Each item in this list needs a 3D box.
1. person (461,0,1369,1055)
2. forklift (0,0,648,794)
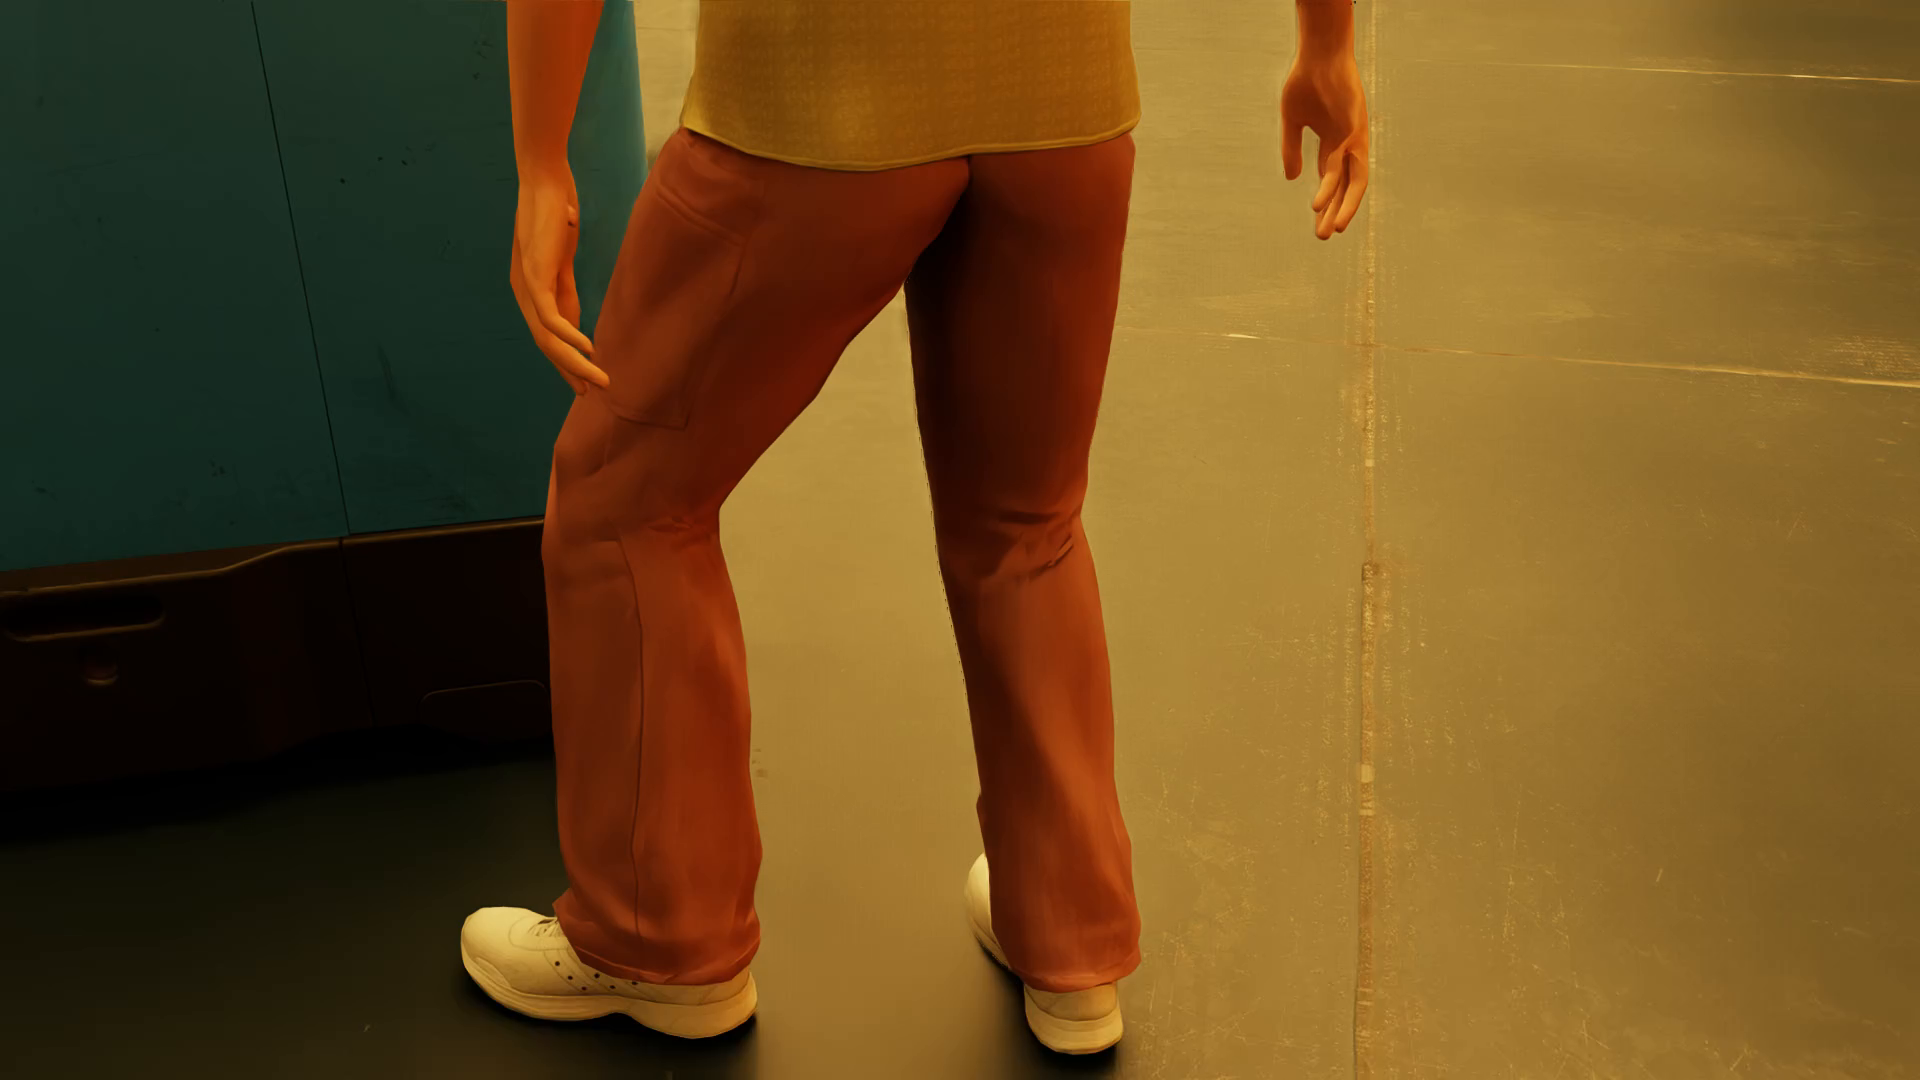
[{"bbox_3d":[-0.065,-0.296,1.294,0.803,1.645,0.396,-10,28,-18],"label":"person"},{"bbox_3d":[-1.900,-1.134,1.495,3.031,2.935,1.130,-6,27,-12],"label":"forklift"}]
